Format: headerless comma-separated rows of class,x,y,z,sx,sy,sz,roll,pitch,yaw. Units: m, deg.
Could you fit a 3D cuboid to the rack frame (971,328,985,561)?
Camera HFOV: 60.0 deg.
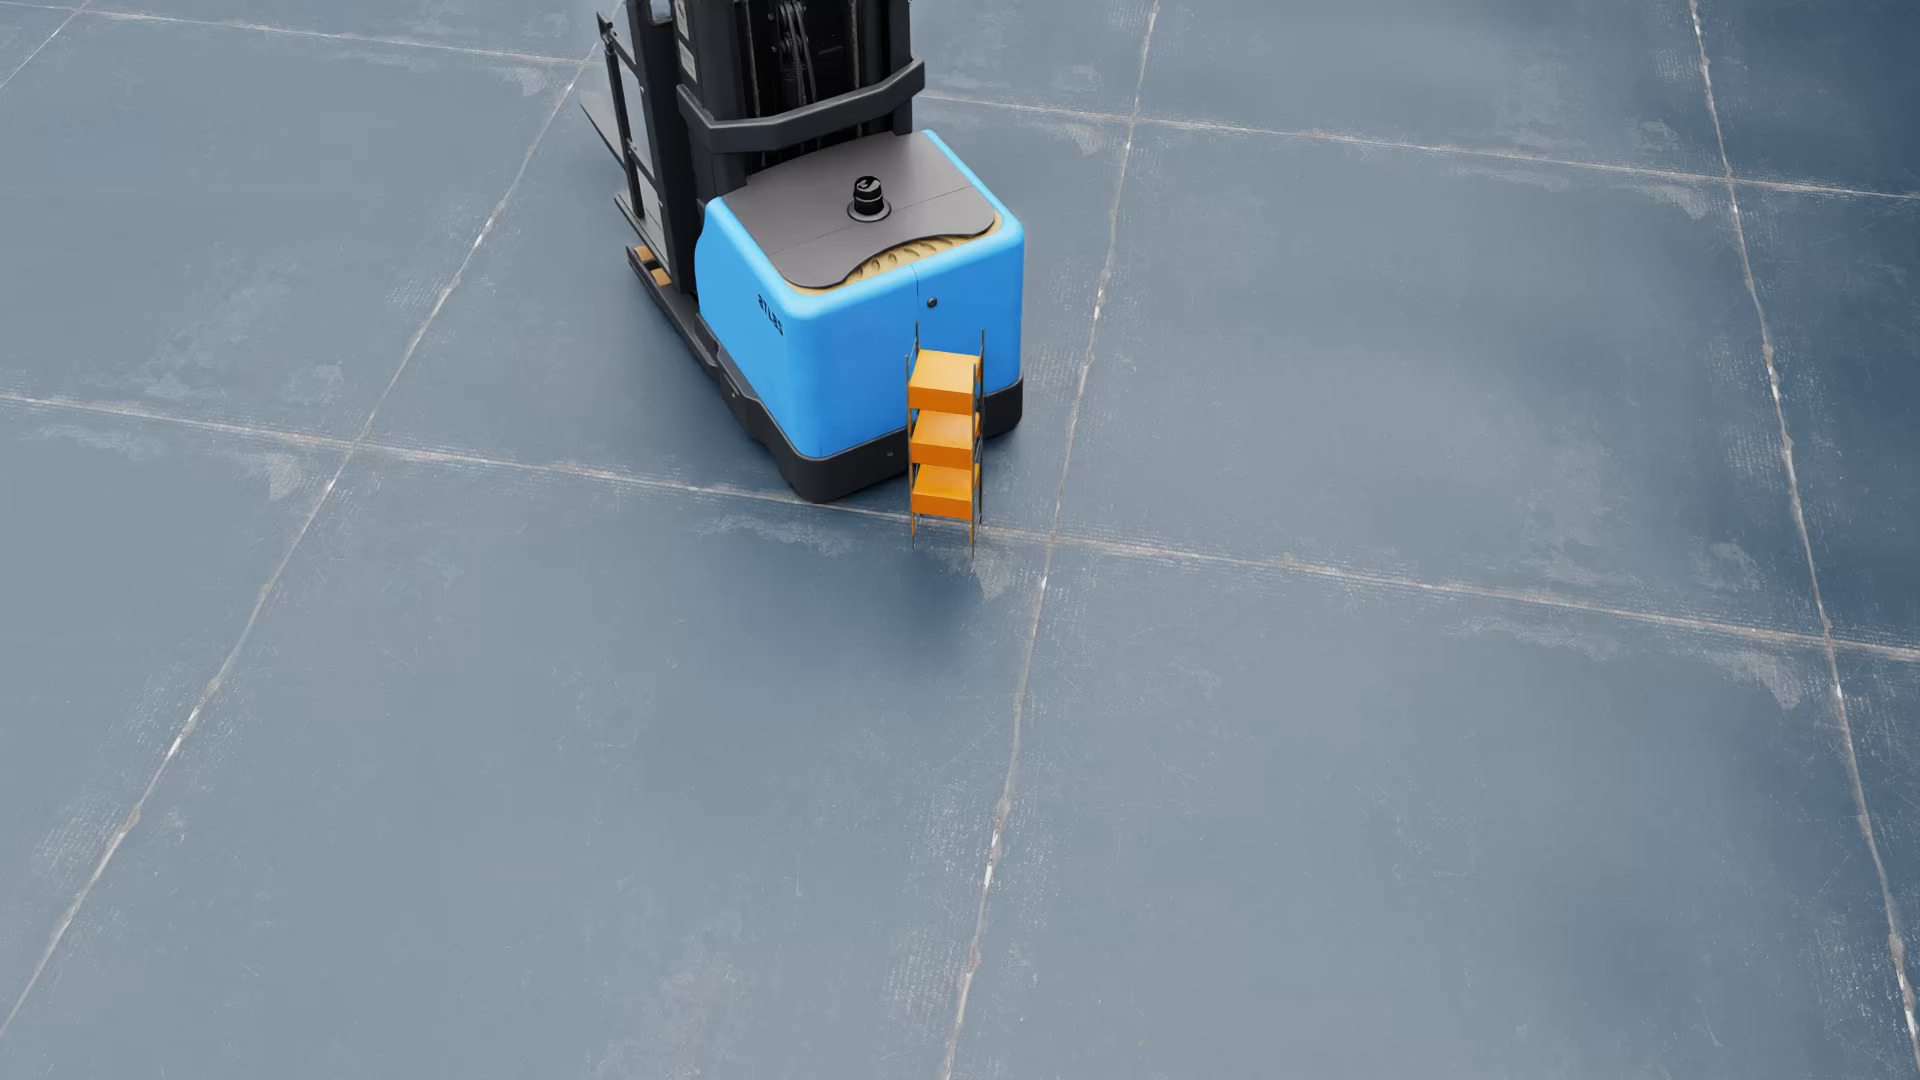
rack frame,0.067,-0.342,6.323,0.008,1.050,0.200,8,49,7

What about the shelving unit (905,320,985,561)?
shelving unit,-0.053,-0.358,6.338,0.252,1.050,0.215,8,49,7

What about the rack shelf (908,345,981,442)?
rack shelf,-0.053,-0.541,6.135,0.240,0.259,0.215,8,49,7

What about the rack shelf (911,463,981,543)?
rack shelf,-0.053,-0.165,6.552,0.240,0.259,0.215,8,49,7

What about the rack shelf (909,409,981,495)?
rack shelf,-0.053,-0.351,6.346,0.240,0.259,0.215,8,49,7

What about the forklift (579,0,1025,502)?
forklift,-0.899,-2.230,6.755,1.130,2.935,3.031,-23,52,-19

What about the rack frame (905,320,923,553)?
rack frame,-0.173,-0.374,6.352,0.008,1.050,0.200,8,49,7
